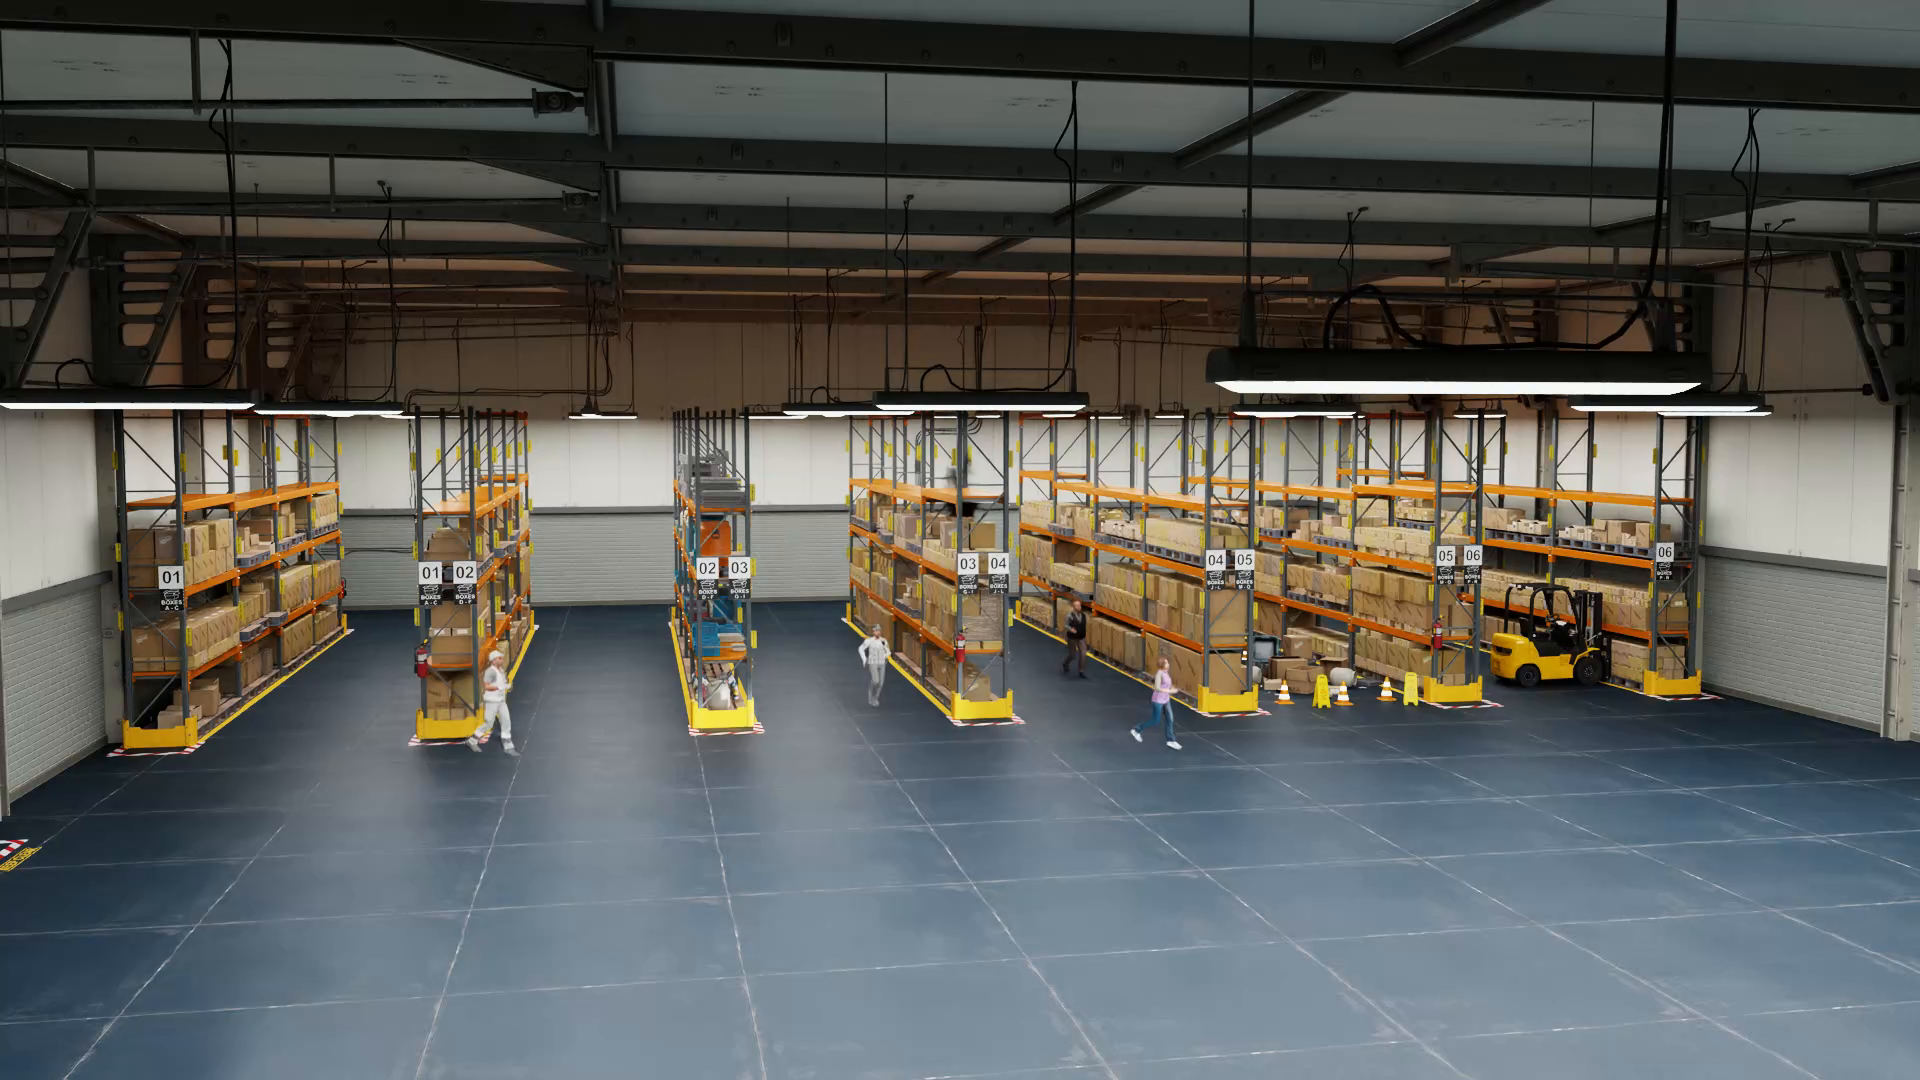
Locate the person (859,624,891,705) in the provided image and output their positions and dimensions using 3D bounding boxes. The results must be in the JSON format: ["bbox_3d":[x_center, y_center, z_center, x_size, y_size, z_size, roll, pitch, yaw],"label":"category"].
[{"bbox_3d":[-1.665,2.504,33.372,0.593,1.660,0.616,-2,4,-22],"label":"person"}]

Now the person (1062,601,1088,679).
[{"bbox_3d":[2.592,2.215,37.318,0.646,1.709,0.927,-2,4,-21],"label":"person"}]

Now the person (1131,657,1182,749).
[{"bbox_3d":[3.474,2.851,29.198,0.882,1.603,0.550,2,5,27],"label":"person"}]

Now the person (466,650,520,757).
[{"bbox_3d":[-7.972,2.796,28.474,0.943,1.814,0.658,1,4,11],"label":"person"}]

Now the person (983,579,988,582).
[{"bbox_3d":[0.593,1.475,48.893,0.599,1.525,0.558,3,5,32],"label":"person"}]
